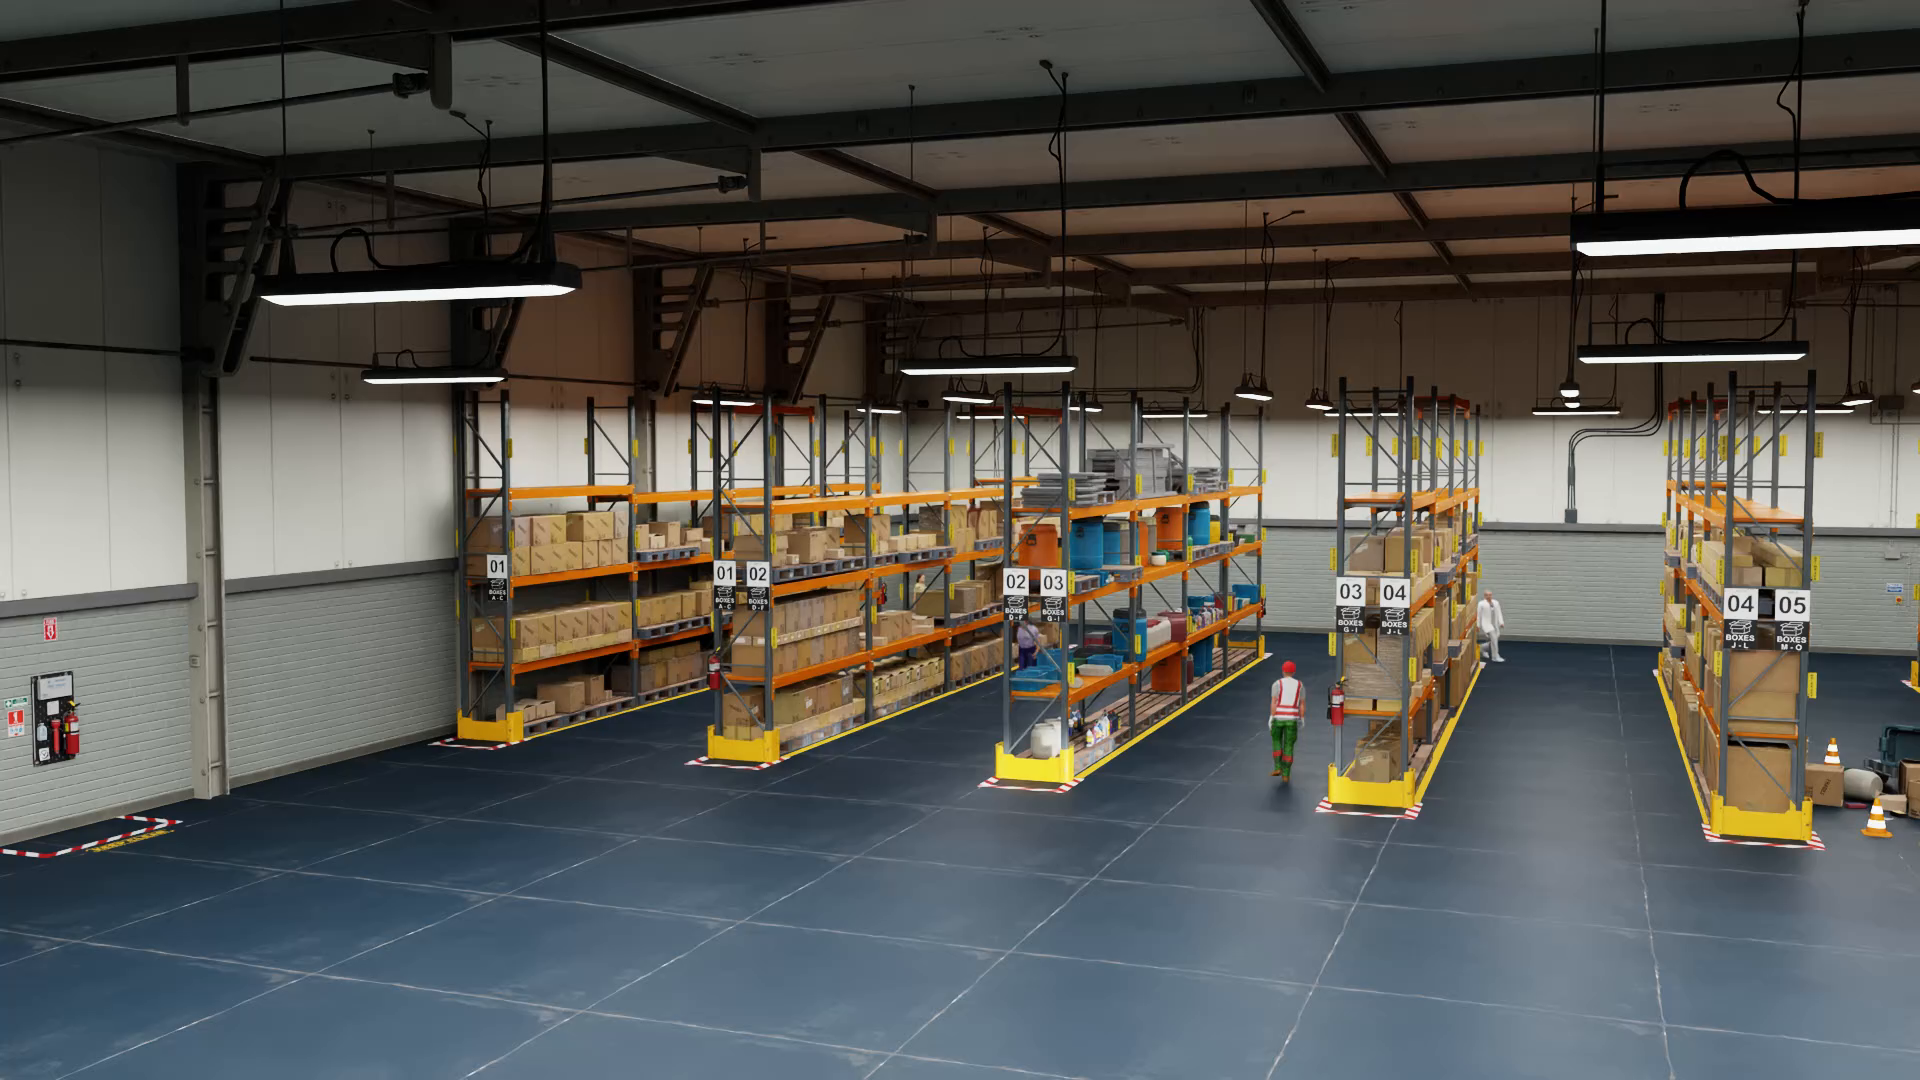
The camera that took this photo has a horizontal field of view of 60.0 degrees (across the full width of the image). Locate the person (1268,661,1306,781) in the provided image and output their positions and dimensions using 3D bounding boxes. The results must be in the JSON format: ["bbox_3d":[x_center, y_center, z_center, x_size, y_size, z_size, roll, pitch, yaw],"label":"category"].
[{"bbox_3d":[4.937,2.736,25.108,0.547,1.807,0.534,1,3,11],"label":"person"}]

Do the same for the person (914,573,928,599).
[{"bbox_3d":[-1.015,1.718,44.221,0.424,1.667,0.477,1,3,20],"label":"person"}]

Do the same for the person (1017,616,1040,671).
[{"bbox_3d":[1.430,2.322,34.048,0.553,1.631,0.499,2,4,38],"label":"person"}]

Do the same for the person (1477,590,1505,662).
[{"bbox_3d":[12.511,2.002,39.228,0.558,1.664,1.085,-1,3,-17],"label":"person"}]
